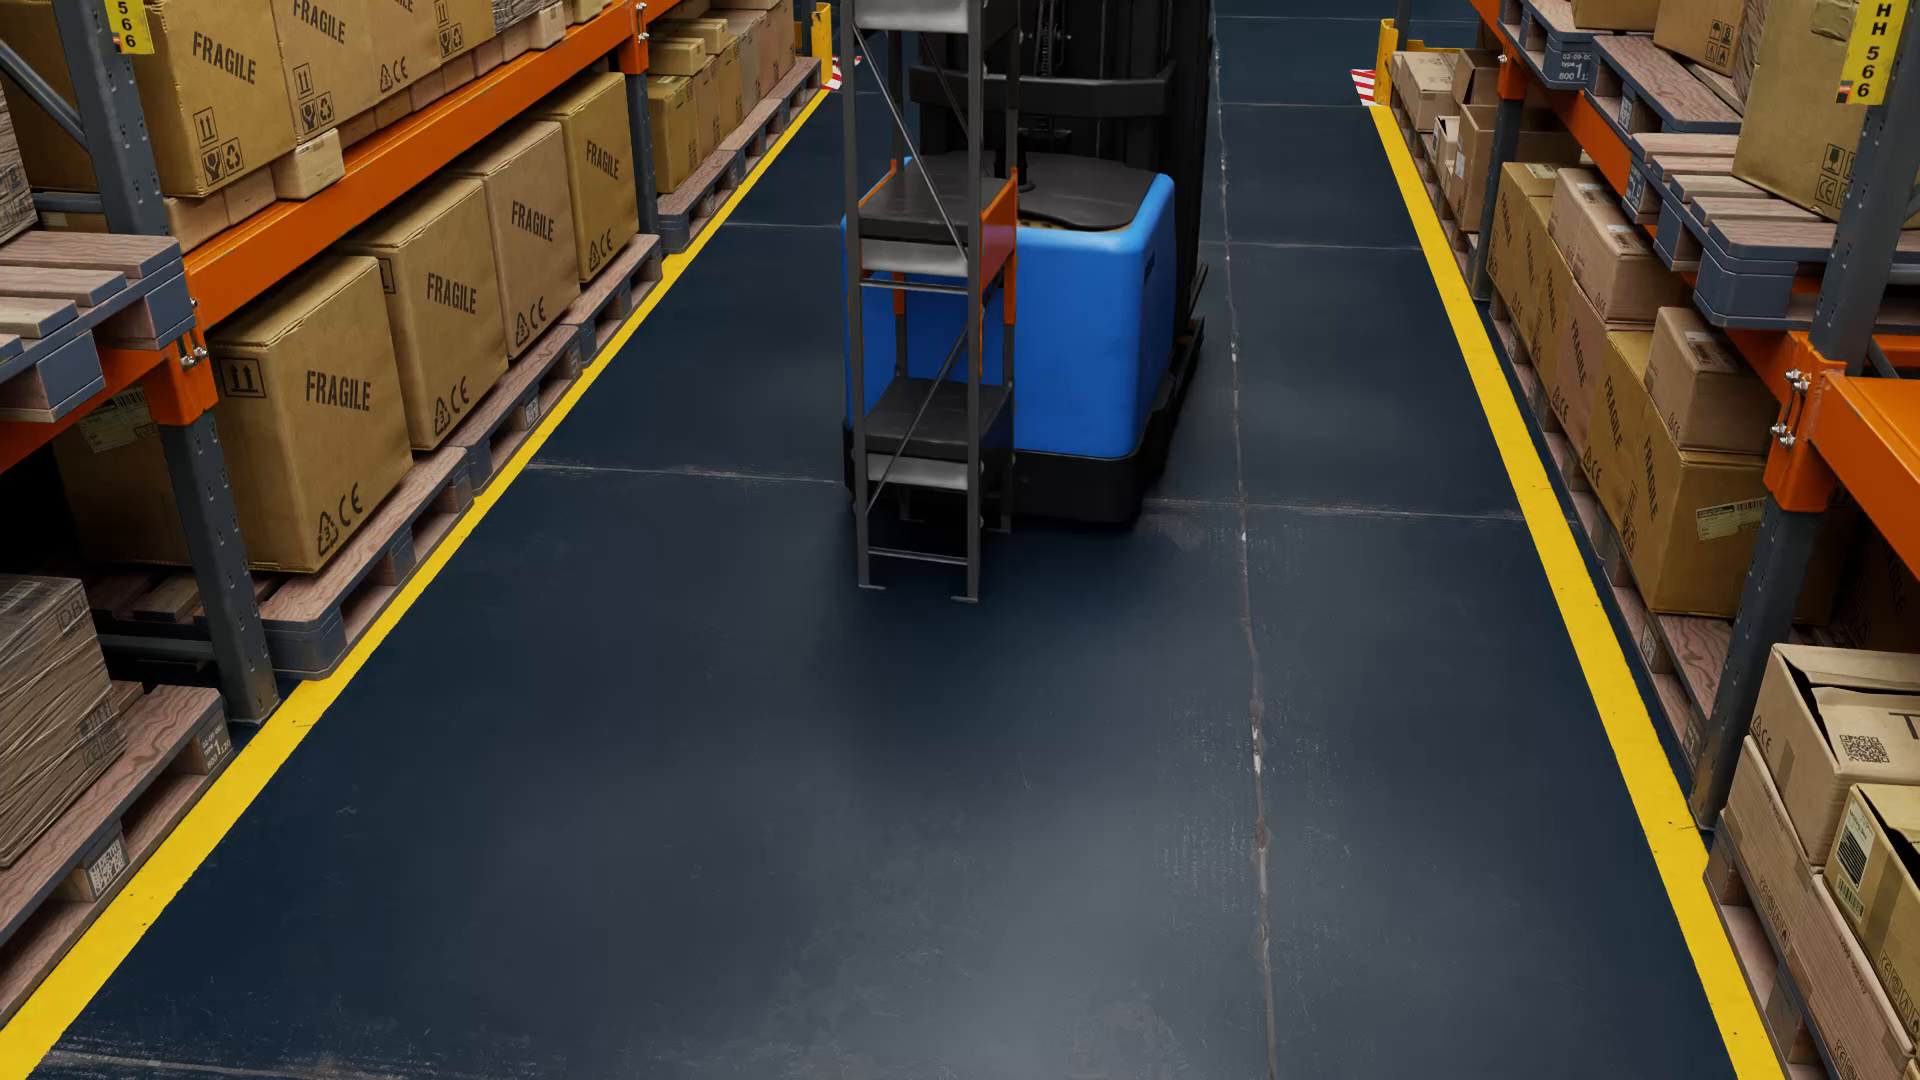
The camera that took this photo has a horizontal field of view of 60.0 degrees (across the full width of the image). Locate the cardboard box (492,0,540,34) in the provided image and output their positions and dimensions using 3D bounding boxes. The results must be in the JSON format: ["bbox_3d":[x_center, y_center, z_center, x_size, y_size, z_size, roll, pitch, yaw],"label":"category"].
[{"bbox_3d":[-1.927,-2.200,6.232,0.500,0.500,0.500,3,29,6],"label":"cardboard box"}]

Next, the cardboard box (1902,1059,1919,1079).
[{"bbox_3d":[1.955,1.180,2.852,0.500,0.250,0.500,3,28,5],"label":"cardboard box"}]

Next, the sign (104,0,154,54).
[{"bbox_3d":[-1.948,-1.290,3.845,0.100,0.325,0.005,3,28,6],"label":"sign"}]

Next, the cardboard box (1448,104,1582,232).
[{"bbox_3d":[2.708,-1.817,8.132,0.500,0.500,0.500,3,28,6],"label":"cardboard box"}]

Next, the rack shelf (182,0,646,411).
[{"bbox_3d":[-2.242,-1.467,6.069,1.077,0.370,4.000,3,28,6],"label":"rack shelf"}]

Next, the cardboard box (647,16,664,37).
[{"bbox_3d":[-1.893,-2.876,9.434,0.380,0.149,0.250,4,29,7],"label":"cardboard box"}]

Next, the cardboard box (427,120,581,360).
[{"bbox_3d":[-2.054,-1.232,6.697,0.750,0.750,0.750,4,29,8],"label":"cardboard box"}]

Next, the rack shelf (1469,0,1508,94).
[{"bbox_3d":[3.164,-3.064,9.033,1.077,0.370,4.000,3,28,6],"label":"rack shelf"}]

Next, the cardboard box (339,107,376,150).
[{"bbox_3d":[-2.130,-1.369,5.372,0.380,0.149,0.250,4,29,7],"label":"cardboard box"}]

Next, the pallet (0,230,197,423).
[{"bbox_3d":[-2.469,-0.416,3.562,1.213,0.211,1.003,3,28,6],"label":"pallet"}]

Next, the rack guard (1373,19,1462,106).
[{"bbox_3d":[3.400,-3.186,11.136,1.175,0.500,0.348,3,28,6],"label":"rack guard"}]

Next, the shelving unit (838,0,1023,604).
[{"bbox_3d":[-0.077,-0.857,5.127,0.431,2.100,0.503,7,29,12],"label":"shelving unit"}]

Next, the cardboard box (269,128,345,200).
[{"bbox_3d":[-2.061,-1.120,4.911,0.380,0.149,0.250,4,29,8],"label":"cardboard box"}]

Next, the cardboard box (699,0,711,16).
[{"bbox_3d":[-1.769,-3.357,10.328,0.380,0.149,0.250,4,29,7],"label":"cardboard box"}]

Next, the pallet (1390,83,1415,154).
[{"bbox_3d":[3.303,-2.683,10.508,1.003,0.211,1.213,3,28,6],"label":"pallet"}]

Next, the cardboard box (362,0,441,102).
[{"bbox_3d":[-2.039,-1.720,5.339,0.500,0.500,0.500,3,28,6],"label":"cardboard box"}]

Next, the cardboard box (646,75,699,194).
[{"bbox_3d":[-1.804,-2.156,8.782,0.700,0.500,0.500,4,29,7],"label":"cardboard box"}]

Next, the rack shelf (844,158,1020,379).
[{"bbox_3d":[-0.077,-0.845,5.133,0.431,0.518,0.480,7,29,12],"label":"rack shelf"}]

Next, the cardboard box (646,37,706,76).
[{"bbox_3d":[-1.581,-2.592,8.907,0.380,0.149,0.250,4,29,8],"label":"cardboard box"}]

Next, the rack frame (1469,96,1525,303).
[{"bbox_3d":[2.919,-2.439,7.115,1.000,3.000,0.127,3,28,6],"label":"rack frame"}]

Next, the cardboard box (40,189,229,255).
[{"bbox_3d":[-2.217,-0.882,4.469,0.380,0.149,0.250,3,28,5],"label":"cardboard box"}]

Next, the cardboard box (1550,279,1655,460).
[{"bbox_3d":[2.433,-0.594,5.862,0.500,0.500,0.500,2,28,4],"label":"cardboard box"}]

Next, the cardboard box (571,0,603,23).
[{"bbox_3d":[-1.765,-2.328,7.152,0.380,0.149,0.250,4,29,7],"label":"cardboard box"}]

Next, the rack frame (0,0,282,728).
[{"bbox_3d":[-2.488,-0.842,4.151,1.000,3.000,0.127,3,28,6],"label":"rack frame"}]

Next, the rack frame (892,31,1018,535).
[{"bbox_3d":[-0.018,-0.969,5.335,0.400,2.100,0.015,7,29,12],"label":"rack frame"}]

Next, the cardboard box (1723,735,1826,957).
[{"bbox_3d":[2.074,0.699,3.747,0.500,0.250,0.500,3,28,6],"label":"cardboard box"}]

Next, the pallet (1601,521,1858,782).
[{"bbox_3d":[2.558,0.322,4.930,1.003,0.211,1.213,3,28,6],"label":"pallet"}]

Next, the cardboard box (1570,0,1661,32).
[{"bbox_3d":[2.618,-2.131,5.994,0.700,0.500,0.500,8,29,14],"label":"cardboard box"}]

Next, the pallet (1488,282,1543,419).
[{"bbox_3d":[2.857,-0.826,7.062,1.003,0.211,1.213,3,28,6],"label":"pallet"}]

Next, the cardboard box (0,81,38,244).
[{"bbox_3d":[-2.535,-0.858,3.611,0.700,0.500,0.500,0,28,0],"label":"cardboard box"}]

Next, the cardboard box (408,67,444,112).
[{"bbox_3d":[-2.040,-1.605,5.810,0.380,0.149,0.250,4,29,6],"label":"cardboard box"}]

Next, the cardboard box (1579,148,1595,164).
[{"bbox_3d":[3.282,-1.978,8.783,0.380,0.166,0.250,3,28,6],"label":"cardboard box"}]

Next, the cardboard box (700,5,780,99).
[{"bbox_3d":[-1.555,-3.122,10.575,0.700,0.500,0.500,3,28,6],"label":"cardboard box"}]

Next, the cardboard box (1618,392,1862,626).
[{"bbox_3d":[2.311,-0.103,4.951,0.500,0.500,0.500,4,29,8],"label":"cardboard box"}]

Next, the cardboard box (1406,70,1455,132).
[{"bbox_3d":[2.939,-2.595,9.840,0.500,0.250,0.500,3,28,6],"label":"cardboard box"}]

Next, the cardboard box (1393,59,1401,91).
[{"bbox_3d":[2.986,-2.974,10.630,0.380,0.166,0.250,3,28,6],"label":"cardboard box"}]

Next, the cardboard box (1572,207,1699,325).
[{"bbox_3d":[2.435,-0.942,5.717,0.500,0.250,0.500,3,28,5],"label":"cardboard box"}]

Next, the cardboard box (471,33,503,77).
[{"bbox_3d":[-1.957,-1.852,6.270,0.380,0.149,0.250,3,28,5],"label":"cardboard box"}]

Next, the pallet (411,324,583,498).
[{"bbox_3d":[-2.164,-0.554,6.556,1.003,0.211,1.213,3,28,6],"label":"pallet"}]

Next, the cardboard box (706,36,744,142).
[{"bbox_3d":[-1.674,-2.634,9.668,0.700,0.500,0.500,4,29,7],"label":"cardboard box"}]

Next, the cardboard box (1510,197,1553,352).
[{"bbox_3d":[2.564,-1.067,6.740,0.500,0.500,0.500,4,29,7],"label":"cardboard box"}]

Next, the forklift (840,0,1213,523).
[{"bbox_3d":[0.441,-2.032,6.431,1.130,2.935,3.031,7,29,12],"label":"forklift"}]

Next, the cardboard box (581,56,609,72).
[{"bbox_3d":[-2.019,-2.385,8.523,0.380,0.149,0.250,3,28,6],"label":"cardboard box"}]

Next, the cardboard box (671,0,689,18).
[{"bbox_3d":[-1.831,-3.116,9.881,0.380,0.149,0.250,4,29,7],"label":"cardboard box"}]

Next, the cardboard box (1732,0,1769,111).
[{"bbox_3d":[2.696,-1.508,4.838,0.700,0.500,0.500,9,30,16],"label":"cardboard box"}]

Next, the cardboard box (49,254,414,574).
[{"bbox_3d":[-2.267,-0.419,5.190,0.750,0.750,0.750,3,28,6],"label":"cardboard box"}]

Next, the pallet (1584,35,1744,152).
[{"bbox_3d":[2.663,-1.388,5.365,1.003,0.211,1.213,3,28,6],"label":"pallet"}]

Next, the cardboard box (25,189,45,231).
[{"bbox_3d":[-2.702,-0.909,4.518,0.380,0.149,0.250,4,29,7],"label":"cardboard box"}]

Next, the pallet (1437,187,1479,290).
[{"bbox_3d":[3.004,-1.535,8.376,1.003,0.211,1.213,3,28,6],"label":"pallet"}]

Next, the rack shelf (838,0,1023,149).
[{"bbox_3d":[-0.077,-1.461,4.801,0.431,0.518,0.480,7,29,12],"label":"rack shelf"}]

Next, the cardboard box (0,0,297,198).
[{"bbox_3d":[-2.174,-1.240,4.449,0.500,0.500,0.500,4,29,8],"label":"cardboard box"}]

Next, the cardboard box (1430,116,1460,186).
[{"bbox_3d":[2.800,-2.087,8.832,0.500,0.311,0.500,3,28,6],"label":"cardboard box"}]

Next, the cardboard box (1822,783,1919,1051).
[{"bbox_3d":[2.018,0.700,3.154,0.500,0.311,0.500,3,28,5],"label":"cardboard box"}]

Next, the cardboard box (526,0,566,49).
[{"bbox_3d":[-1.816,-2.081,6.693,0.380,0.149,0.250,3,28,6],"label":"cardboard box"}]

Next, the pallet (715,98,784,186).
[{"bbox_3d":[-1.680,-2.427,10.032,1.003,0.211,1.213,3,28,6],"label":"pallet"}]

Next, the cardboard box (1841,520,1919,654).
[{"bbox_3d":[2.769,0.153,4.475,0.500,0.500,0.500,5,29,8],"label":"cardboard box"}]

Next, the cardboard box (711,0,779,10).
[{"bbox_3d":[-1.359,-3.451,10.503,0.380,0.149,0.250,4,29,8],"label":"cardboard box"}]

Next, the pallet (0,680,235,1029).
[{"bbox_3d":[-2.585,0.753,4.130,1.003,0.211,1.213,3,28,6],"label":"pallet"}]

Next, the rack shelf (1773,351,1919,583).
[{"bbox_3d":[2.184,0.702,2.043,1.077,0.370,4.000,3,28,6],"label":"rack shelf"}]

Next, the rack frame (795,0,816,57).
[{"bbox_3d":[-1.507,-4.608,11.141,1.000,3.000,0.127,3,28,6],"label":"rack frame"}]
